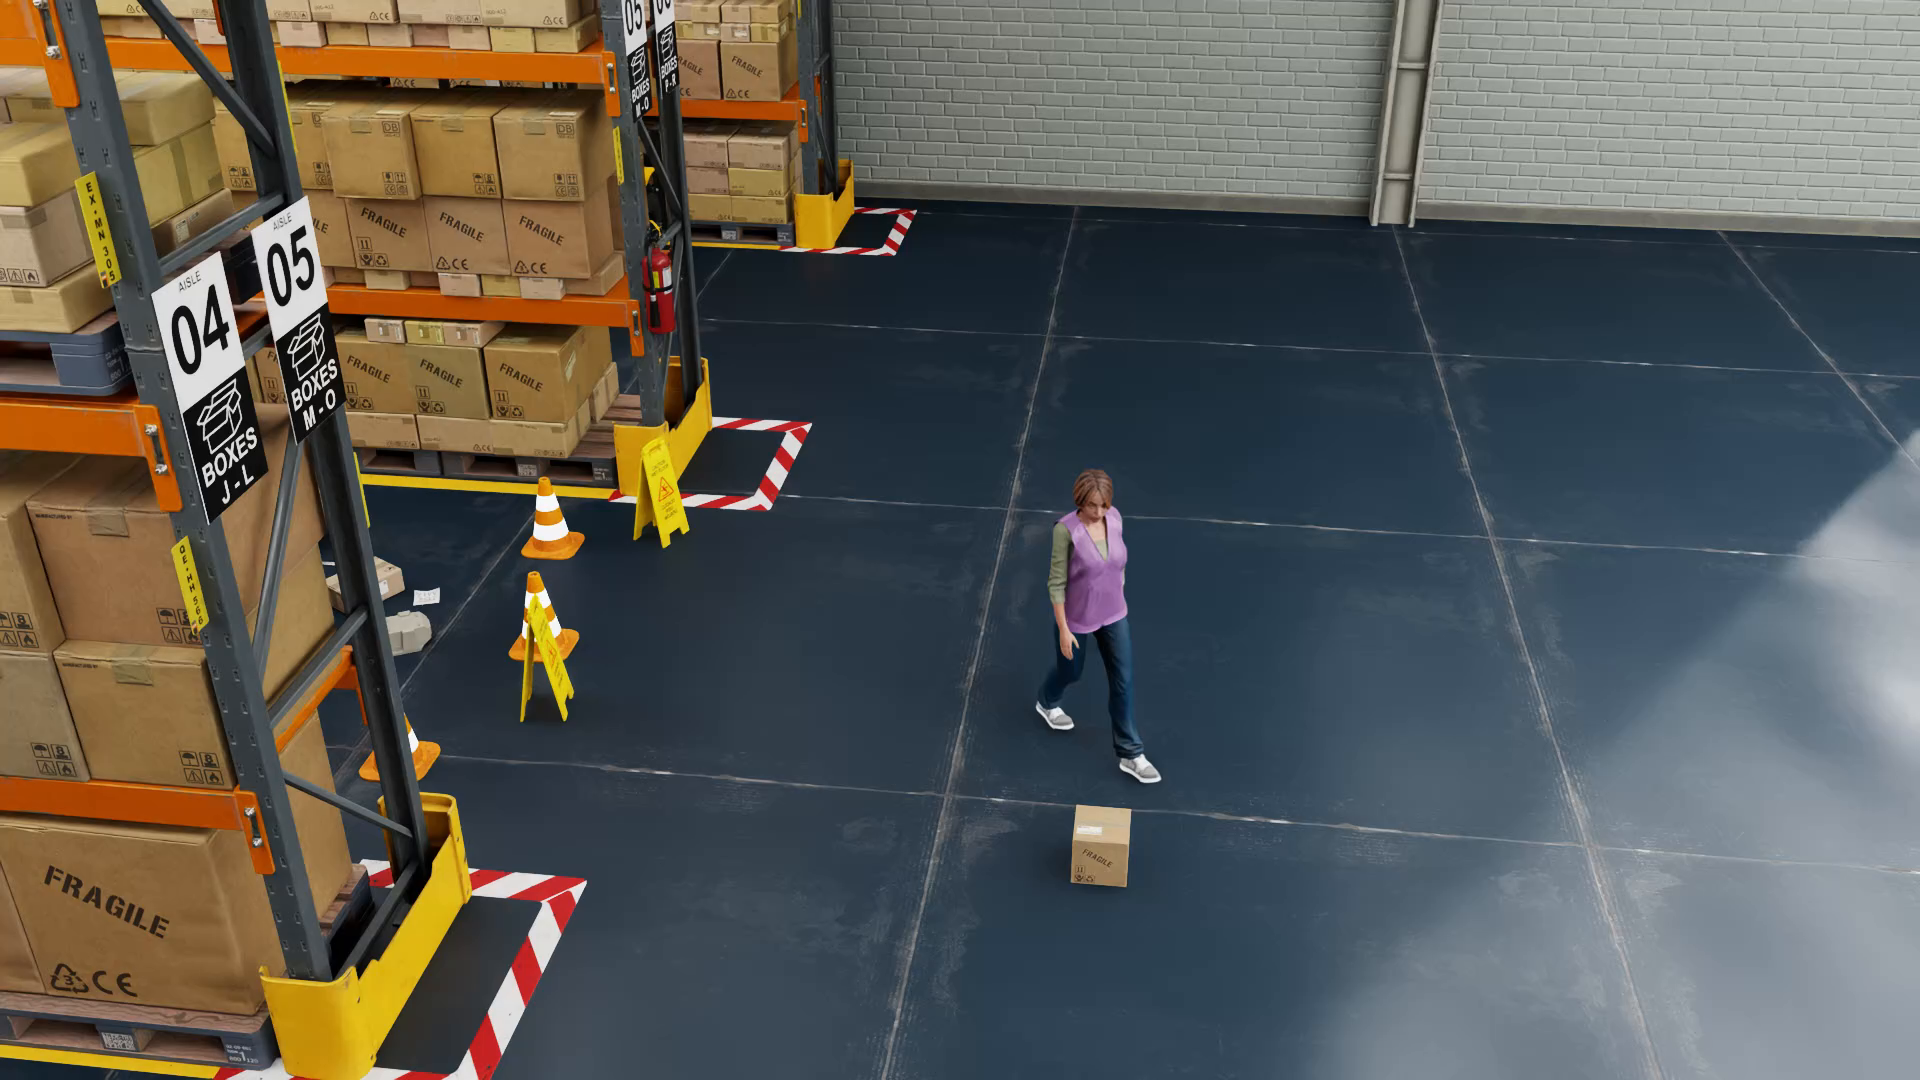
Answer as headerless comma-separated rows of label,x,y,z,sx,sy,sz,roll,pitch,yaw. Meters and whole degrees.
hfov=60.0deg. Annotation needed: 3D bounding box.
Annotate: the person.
person,0.636,0.377,7.939,0.450,1.551,0.847,-12,31,-20
